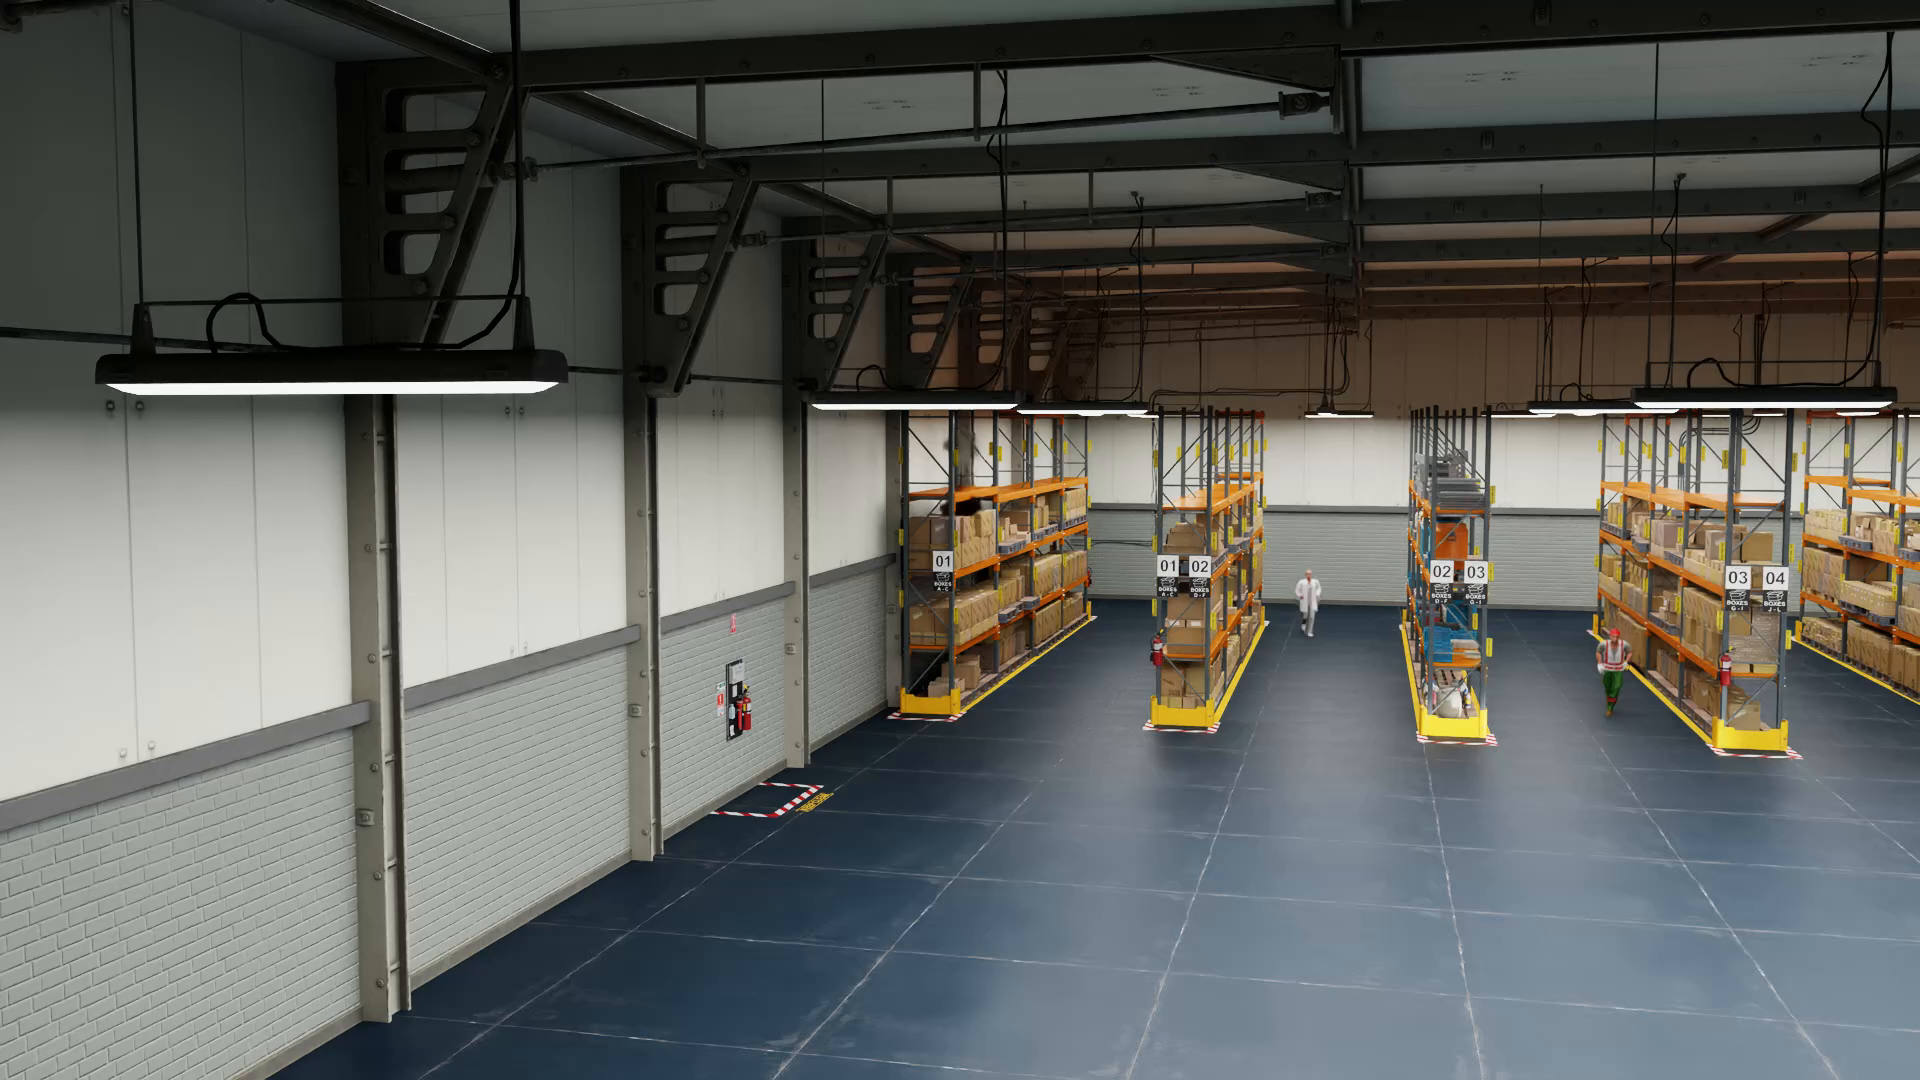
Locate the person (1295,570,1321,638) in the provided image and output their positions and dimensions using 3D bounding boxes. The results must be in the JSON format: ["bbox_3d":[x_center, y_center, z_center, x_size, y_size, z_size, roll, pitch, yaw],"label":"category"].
[{"bbox_3d":[9.276,1.678,44.265,0.712,1.764,0.918,0,4,1],"label":"person"}]

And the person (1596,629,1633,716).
[{"bbox_3d":[12.777,2.557,32.511,0.660,1.723,0.928,1,4,16],"label":"person"}]
